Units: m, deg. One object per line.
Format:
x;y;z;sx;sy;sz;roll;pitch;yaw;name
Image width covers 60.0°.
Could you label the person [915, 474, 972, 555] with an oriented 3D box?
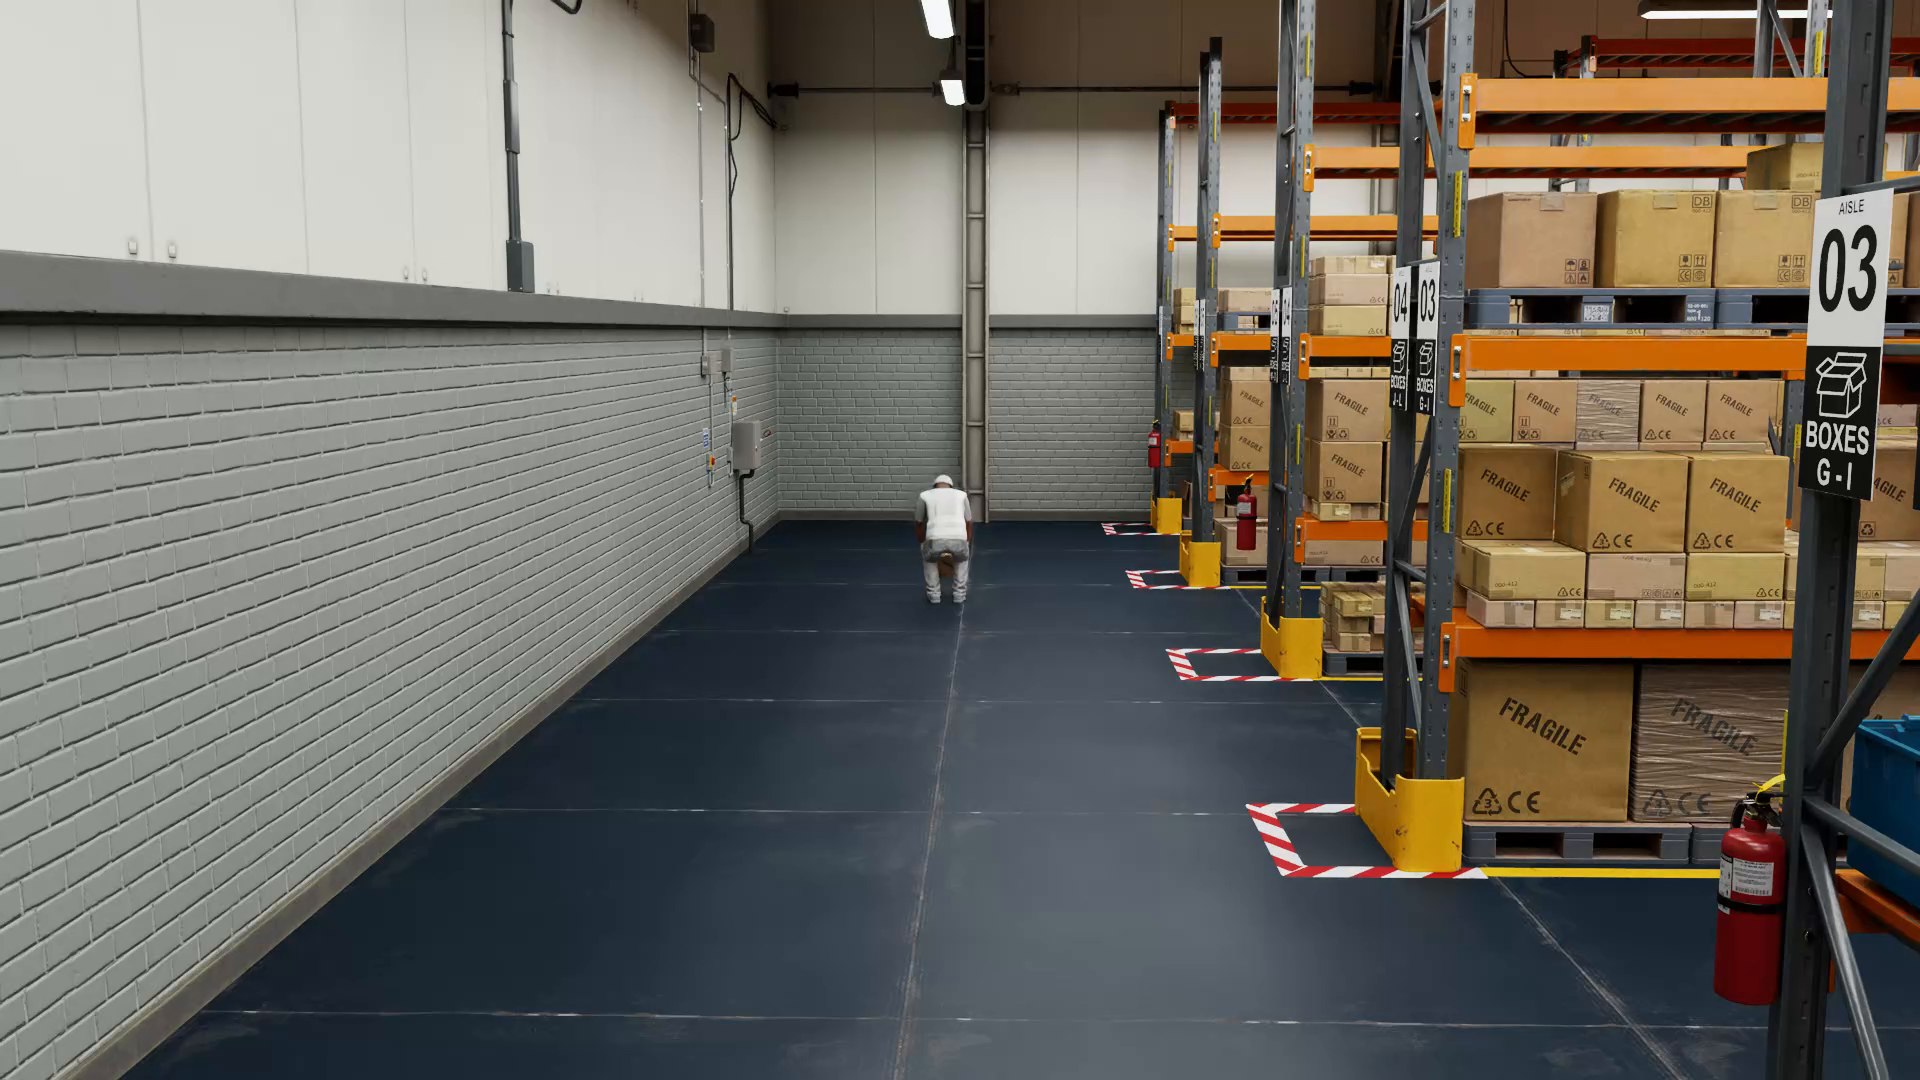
-0.181;-0.209;17.603;0.609;0.922;0.813;0;7;1;person
